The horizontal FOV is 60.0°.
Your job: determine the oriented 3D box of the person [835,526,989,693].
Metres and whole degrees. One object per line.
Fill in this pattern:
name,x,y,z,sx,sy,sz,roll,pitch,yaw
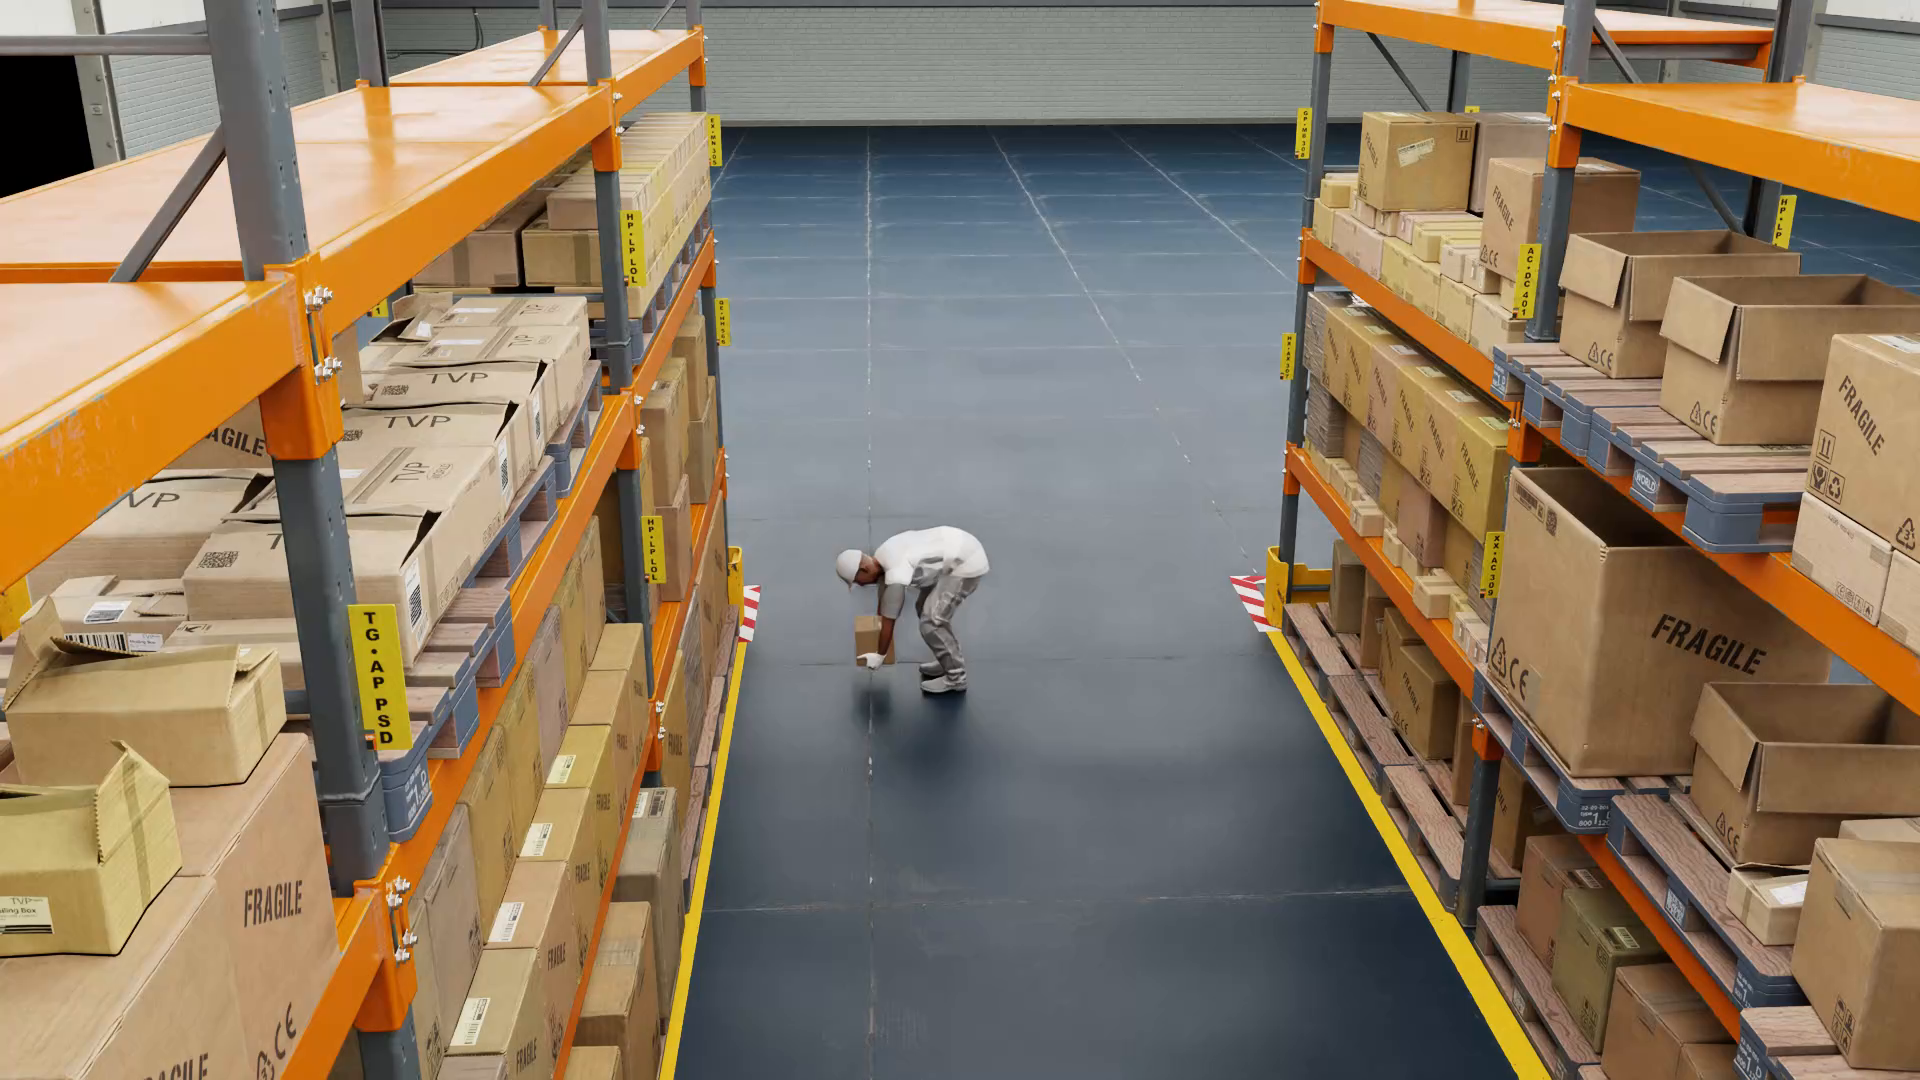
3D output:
person,-0.310,0.450,10.861,0.991,1.063,0.511,-2,20,-5
